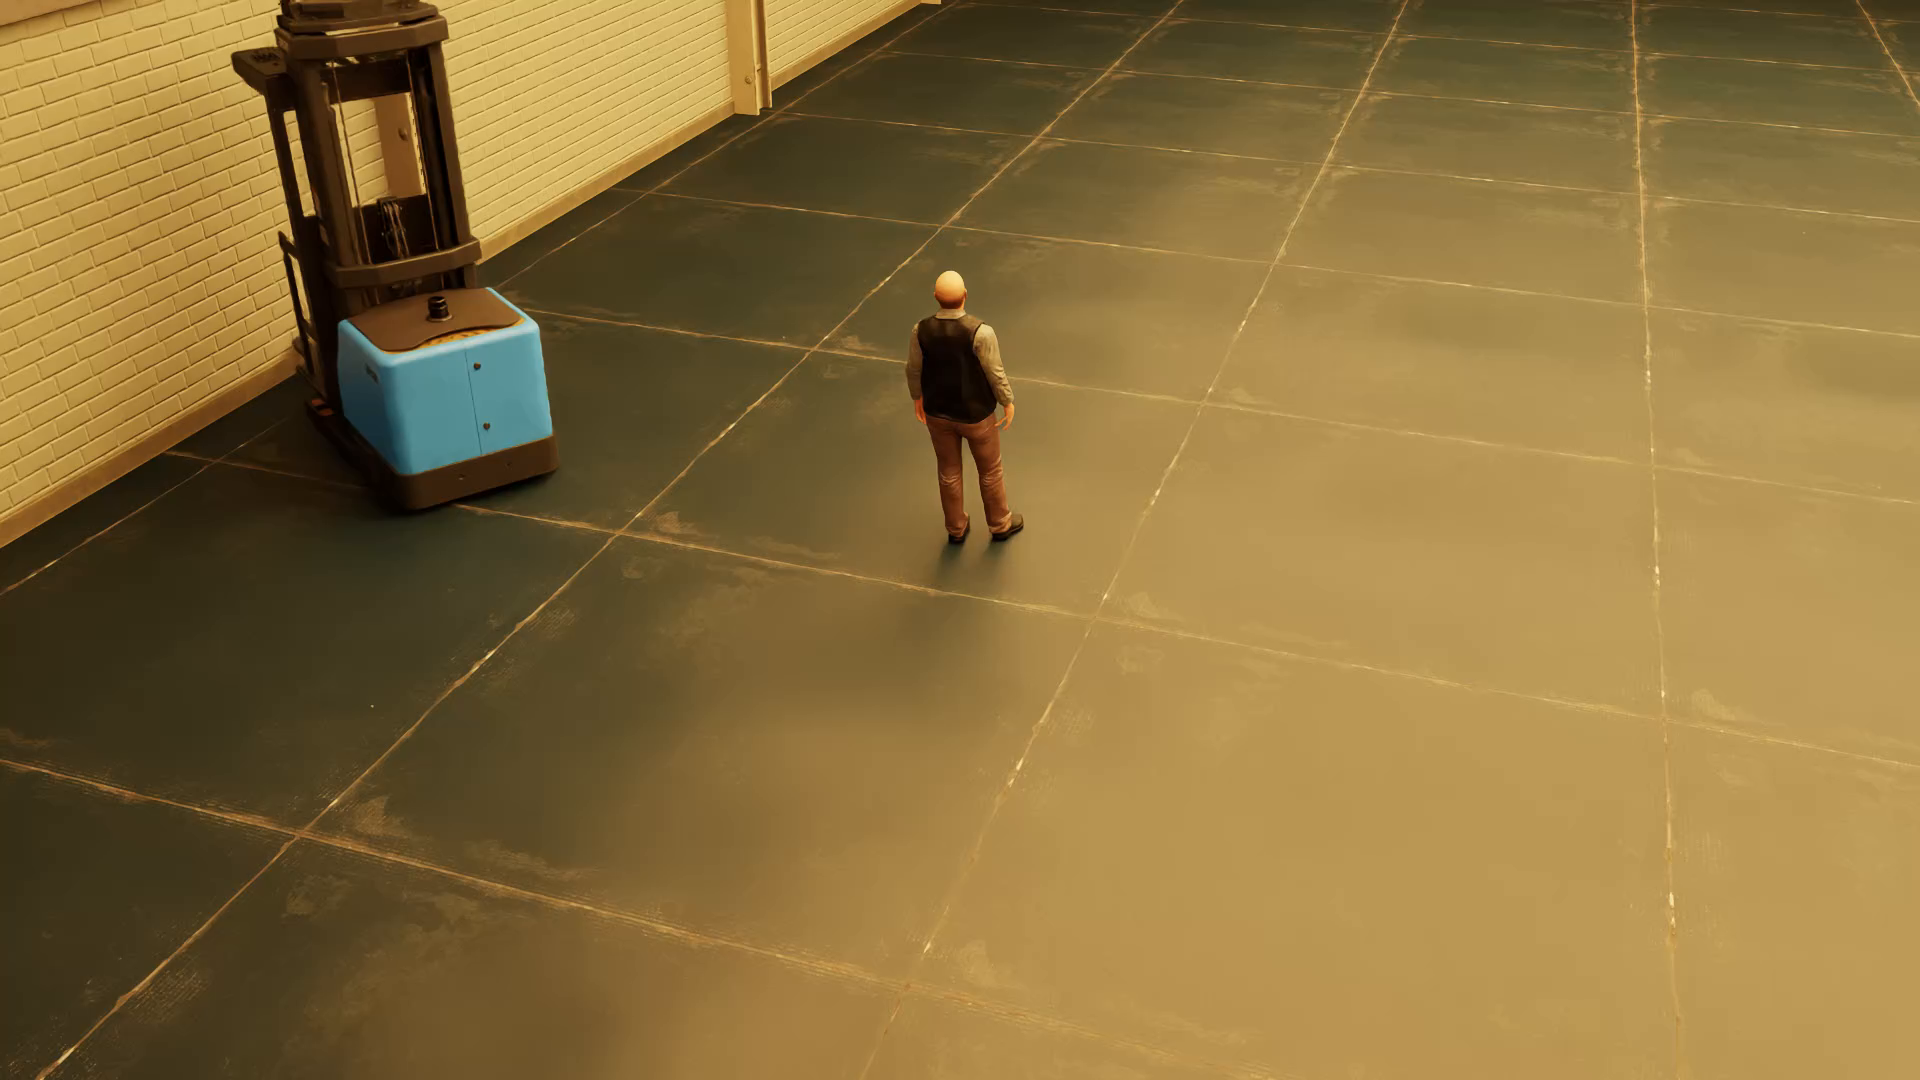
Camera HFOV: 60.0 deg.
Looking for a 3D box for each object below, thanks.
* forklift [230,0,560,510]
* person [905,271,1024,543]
[{"bbox_3d":[-3.876,-2.134,10.880,1.130,2.935,3.031,-20,35,-31],"label":"forklift"},{"bbox_3d":[0.028,-0.782,9.715,0.632,1.720,0.568,10,31,16],"label":"person"}]
